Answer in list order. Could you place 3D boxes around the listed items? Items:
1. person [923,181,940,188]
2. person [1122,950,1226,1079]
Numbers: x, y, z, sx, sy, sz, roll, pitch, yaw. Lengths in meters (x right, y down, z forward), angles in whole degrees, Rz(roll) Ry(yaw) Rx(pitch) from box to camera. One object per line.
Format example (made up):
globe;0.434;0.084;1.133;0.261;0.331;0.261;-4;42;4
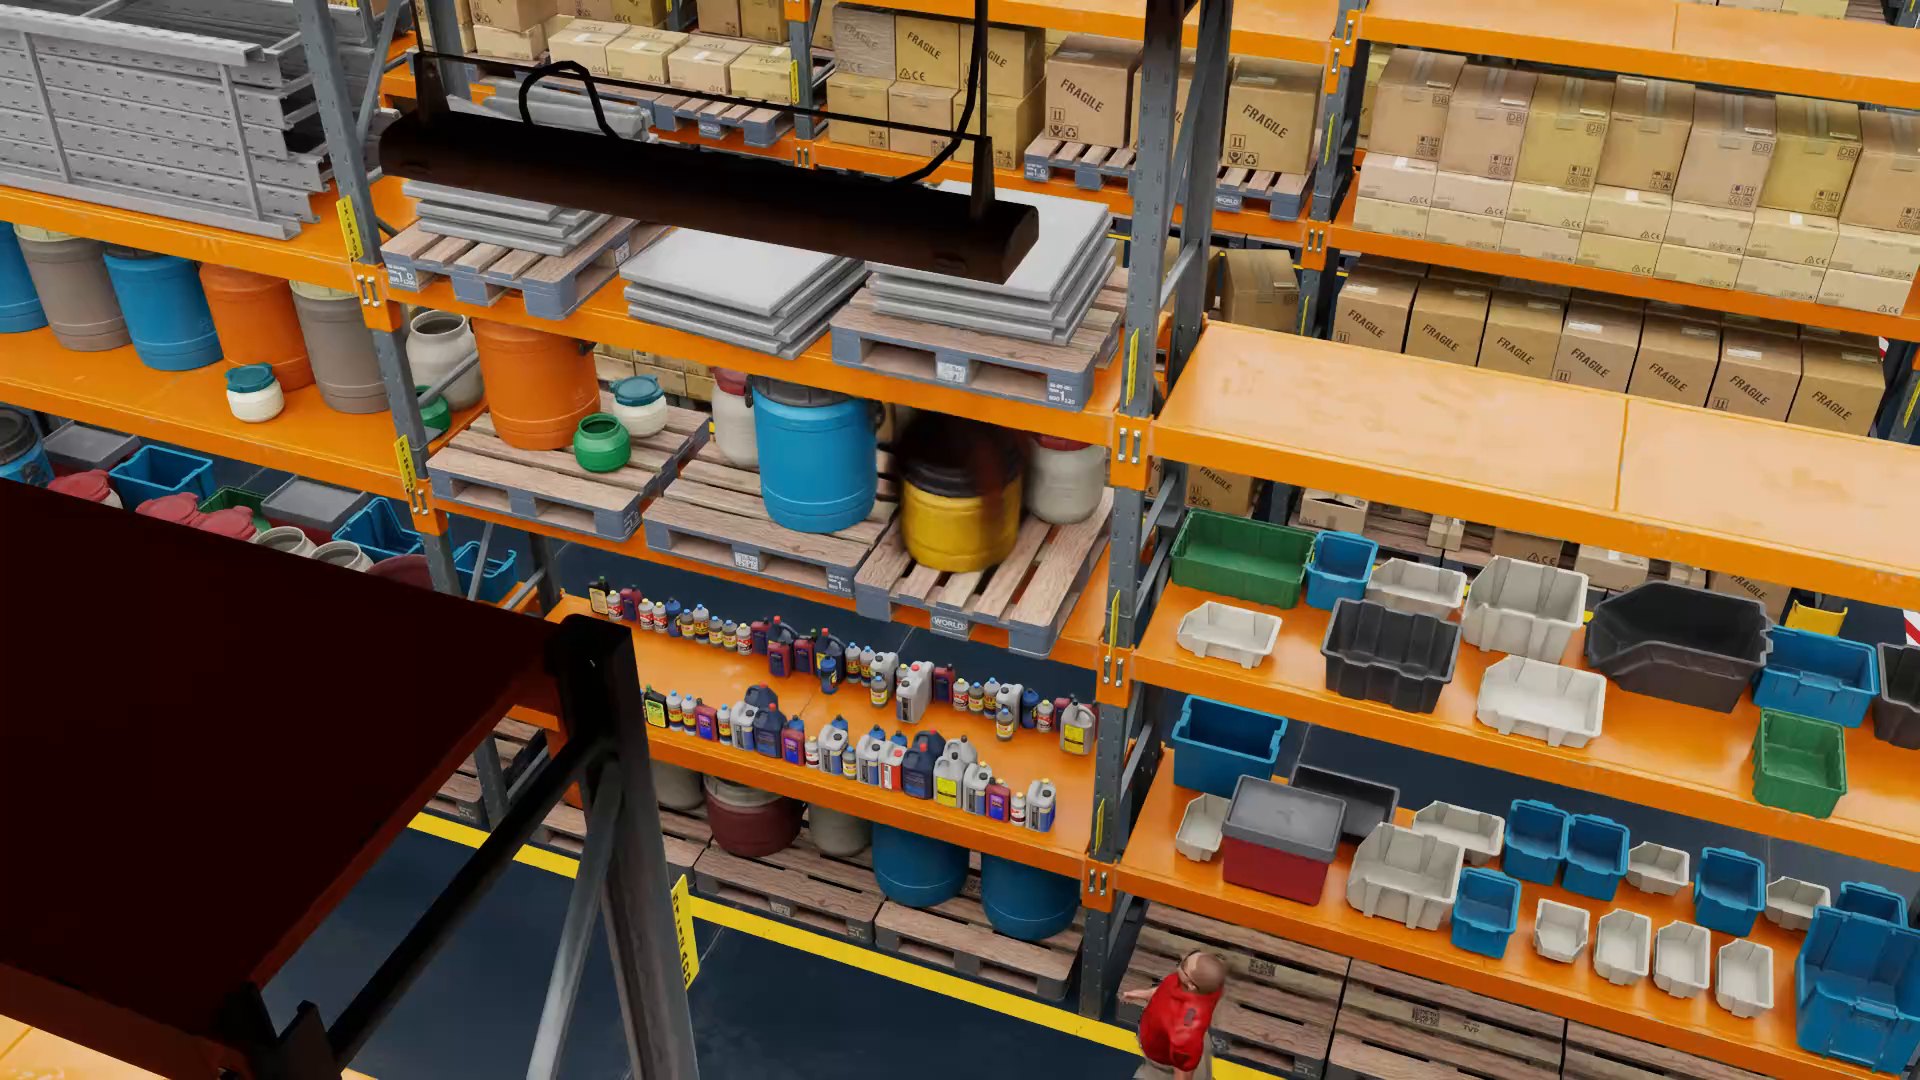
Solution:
person;-0.139;-3.368;16.535;0.532;1.694;0.345;26;44;31
person;1.023;2.553;8.273;1.029;1.656;0.664;7;37;10
